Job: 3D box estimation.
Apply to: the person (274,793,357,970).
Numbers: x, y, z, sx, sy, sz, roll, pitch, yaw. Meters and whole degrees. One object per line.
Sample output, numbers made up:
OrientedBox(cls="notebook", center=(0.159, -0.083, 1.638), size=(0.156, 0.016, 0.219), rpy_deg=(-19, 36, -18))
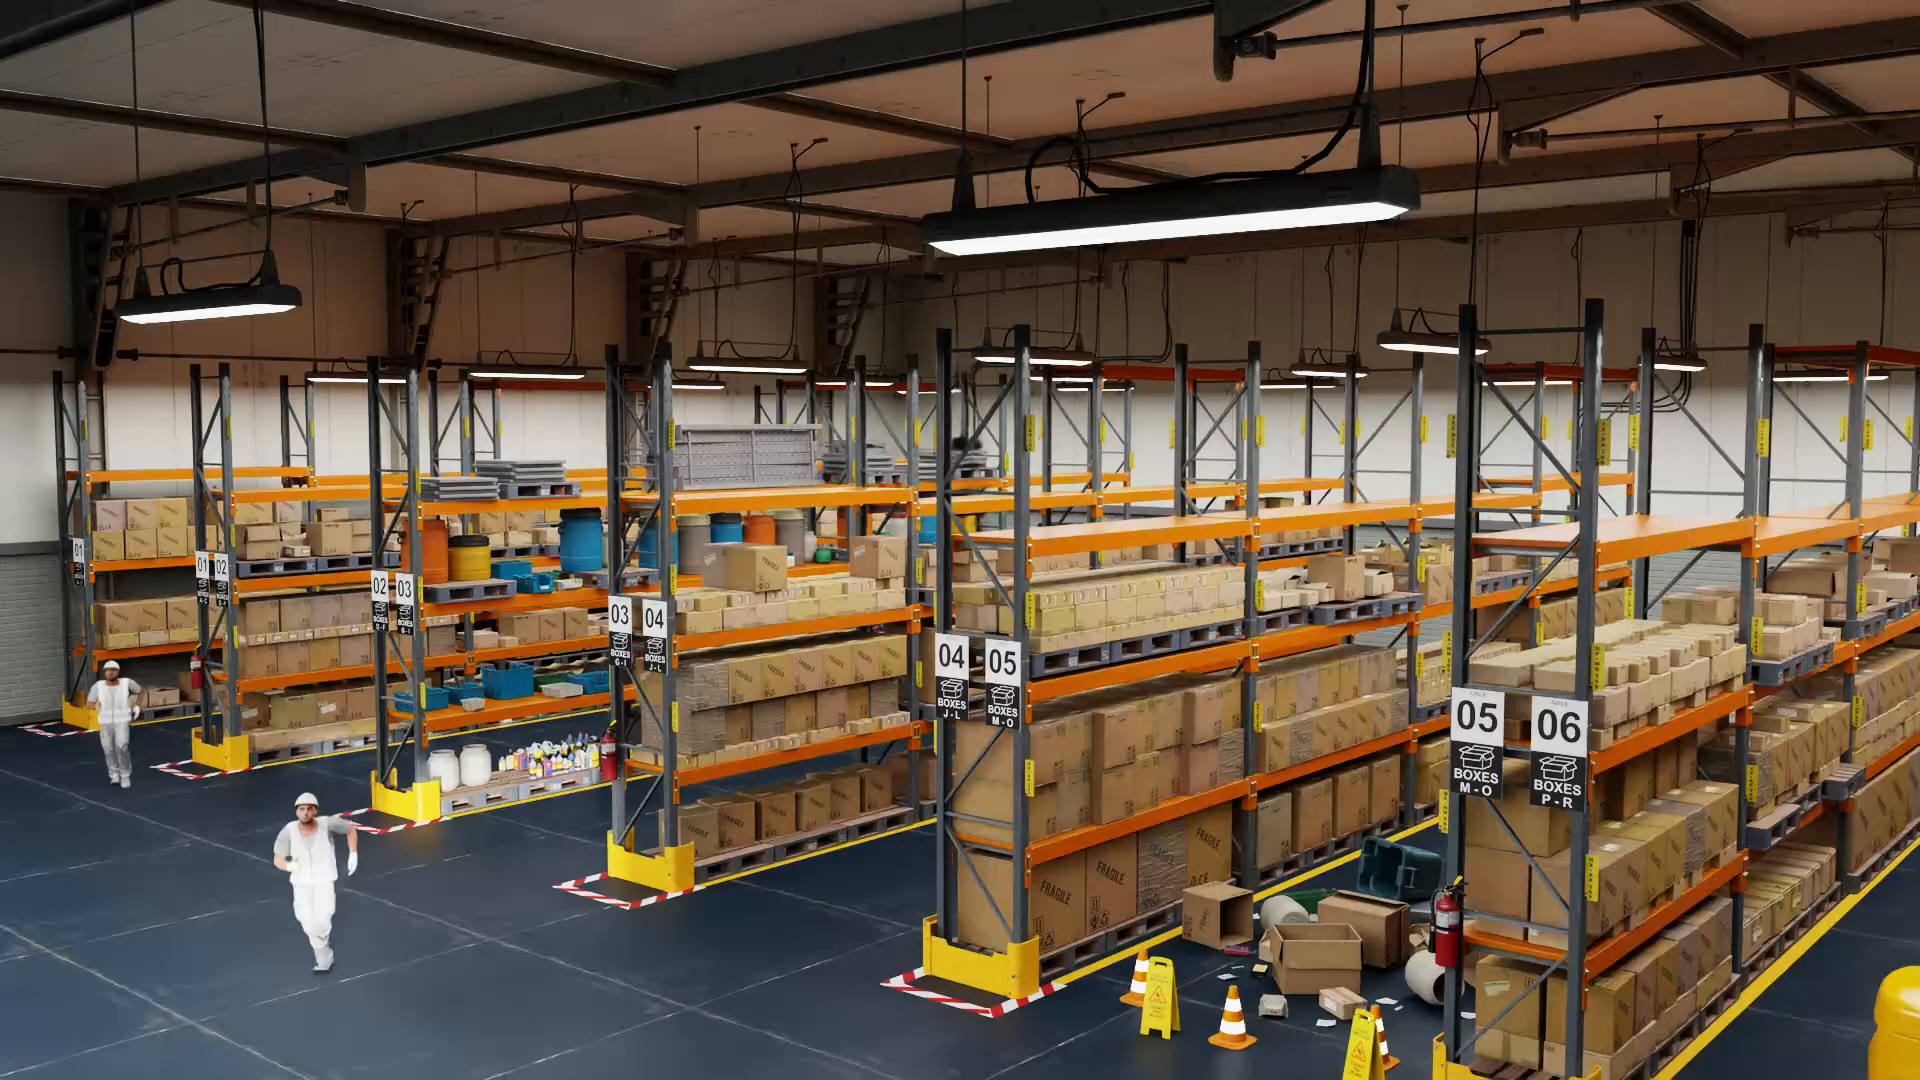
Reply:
OrientedBox(cls="person", center=(-5.944, 3.175, 15.337), size=(0.704, 1.726, 0.726), rpy_deg=(-1, 4, -15))

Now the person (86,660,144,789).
OrientedBox(cls="person", center=(-11.886, 2.597, 23.369), size=(0.695, 1.809, 0.702), rpy_deg=(-1, 4, -18))

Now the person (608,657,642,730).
OrientedBox(cls="person", center=(-5.425, 2.425, 26.880), size=(0.578, 1.648, 0.769), rpy_deg=(3, 5, 31))
